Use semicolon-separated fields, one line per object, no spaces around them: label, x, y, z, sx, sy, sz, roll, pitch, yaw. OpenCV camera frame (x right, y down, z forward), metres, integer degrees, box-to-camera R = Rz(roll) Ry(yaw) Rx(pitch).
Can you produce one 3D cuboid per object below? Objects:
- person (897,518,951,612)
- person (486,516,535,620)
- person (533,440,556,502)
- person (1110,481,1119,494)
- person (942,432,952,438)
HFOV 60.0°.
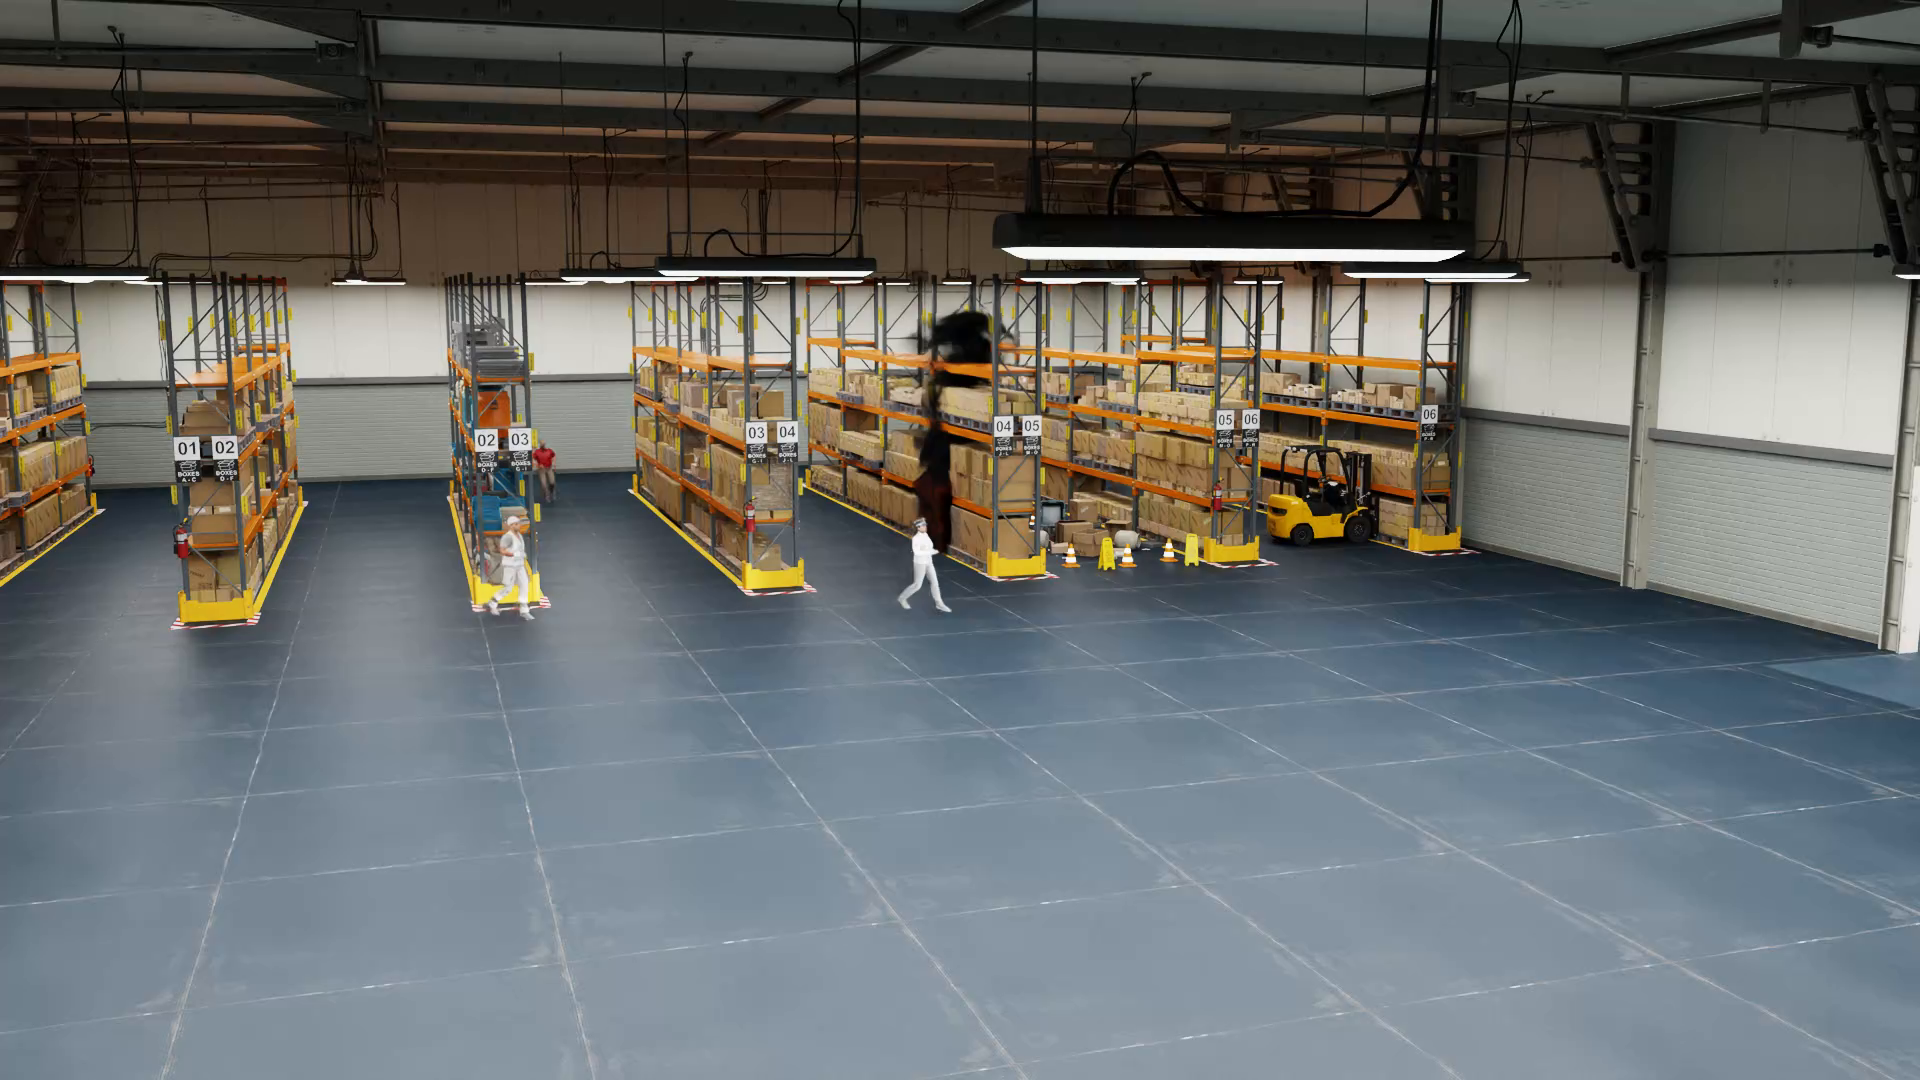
person;-0.633;0.430;29.521;0.992;1.674;0.623;4;10;27
person;-7.804;0.480;28.963;0.910;1.802;0.674;3;9;19
person;-11.166;-1.845;44.715;0.695;1.682;0.536;-4;9;-24
person;4.205;-1.918;45.113;0.641;1.783;0.727;-3;9;-21
person;-0.335;-2.838;51.155;0.590;1.734;0.720;-1;9;-10
